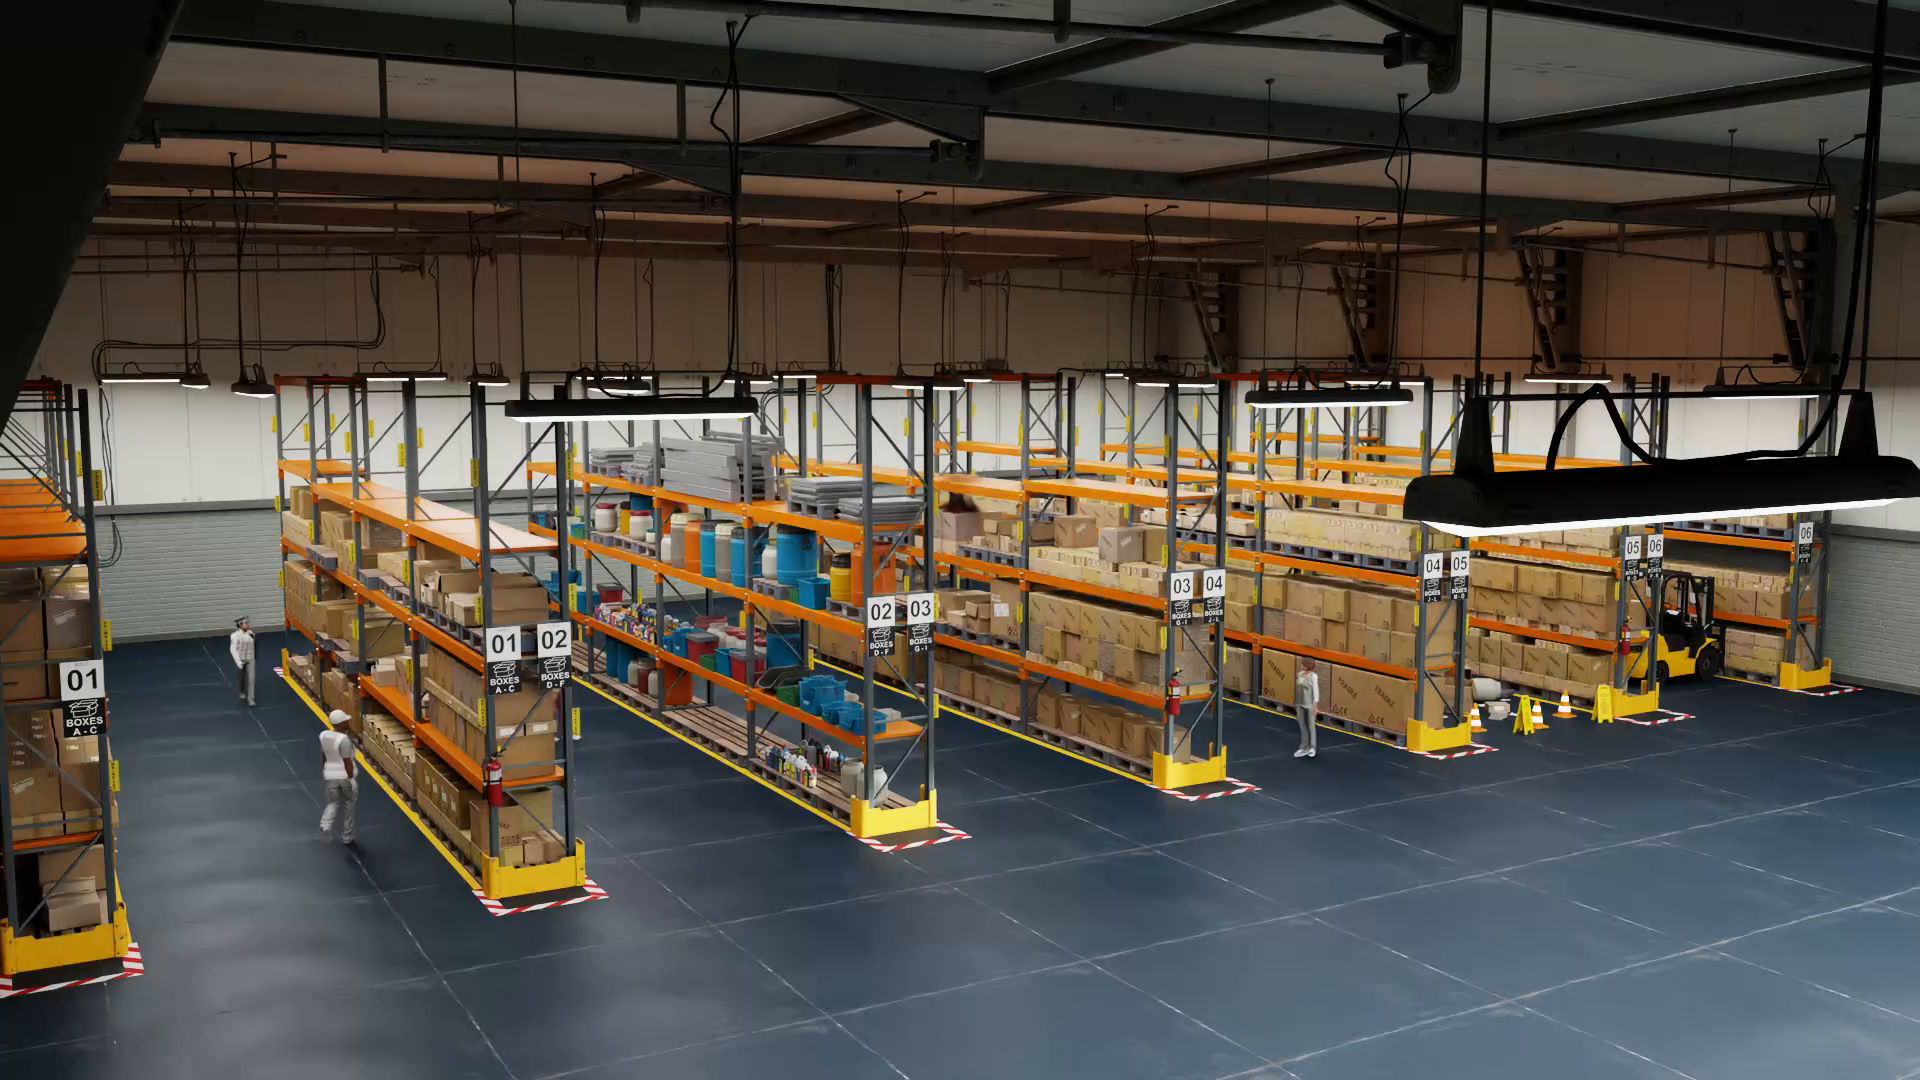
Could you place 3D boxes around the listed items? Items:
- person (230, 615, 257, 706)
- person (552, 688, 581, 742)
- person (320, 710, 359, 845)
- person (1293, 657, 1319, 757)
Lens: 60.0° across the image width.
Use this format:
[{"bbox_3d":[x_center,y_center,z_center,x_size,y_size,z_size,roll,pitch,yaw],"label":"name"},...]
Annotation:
[{"bbox_3d":[-13.093,2.188,30.407,0.444,1.642,0.962,-3,7,-24],"label":"person"},{"bbox_3d":[-6.615,2.511,27.455,0.578,1.661,0.484,2,6,15],"label":"person"},{"bbox_3d":[-8.067,3.083,21.540,0.523,1.777,0.668,0,6,3],"label":"person"},{"bbox_3d":[5.527,2.656,26.419,0.483,1.621,0.382,6,9,45],"label":"person"}]
